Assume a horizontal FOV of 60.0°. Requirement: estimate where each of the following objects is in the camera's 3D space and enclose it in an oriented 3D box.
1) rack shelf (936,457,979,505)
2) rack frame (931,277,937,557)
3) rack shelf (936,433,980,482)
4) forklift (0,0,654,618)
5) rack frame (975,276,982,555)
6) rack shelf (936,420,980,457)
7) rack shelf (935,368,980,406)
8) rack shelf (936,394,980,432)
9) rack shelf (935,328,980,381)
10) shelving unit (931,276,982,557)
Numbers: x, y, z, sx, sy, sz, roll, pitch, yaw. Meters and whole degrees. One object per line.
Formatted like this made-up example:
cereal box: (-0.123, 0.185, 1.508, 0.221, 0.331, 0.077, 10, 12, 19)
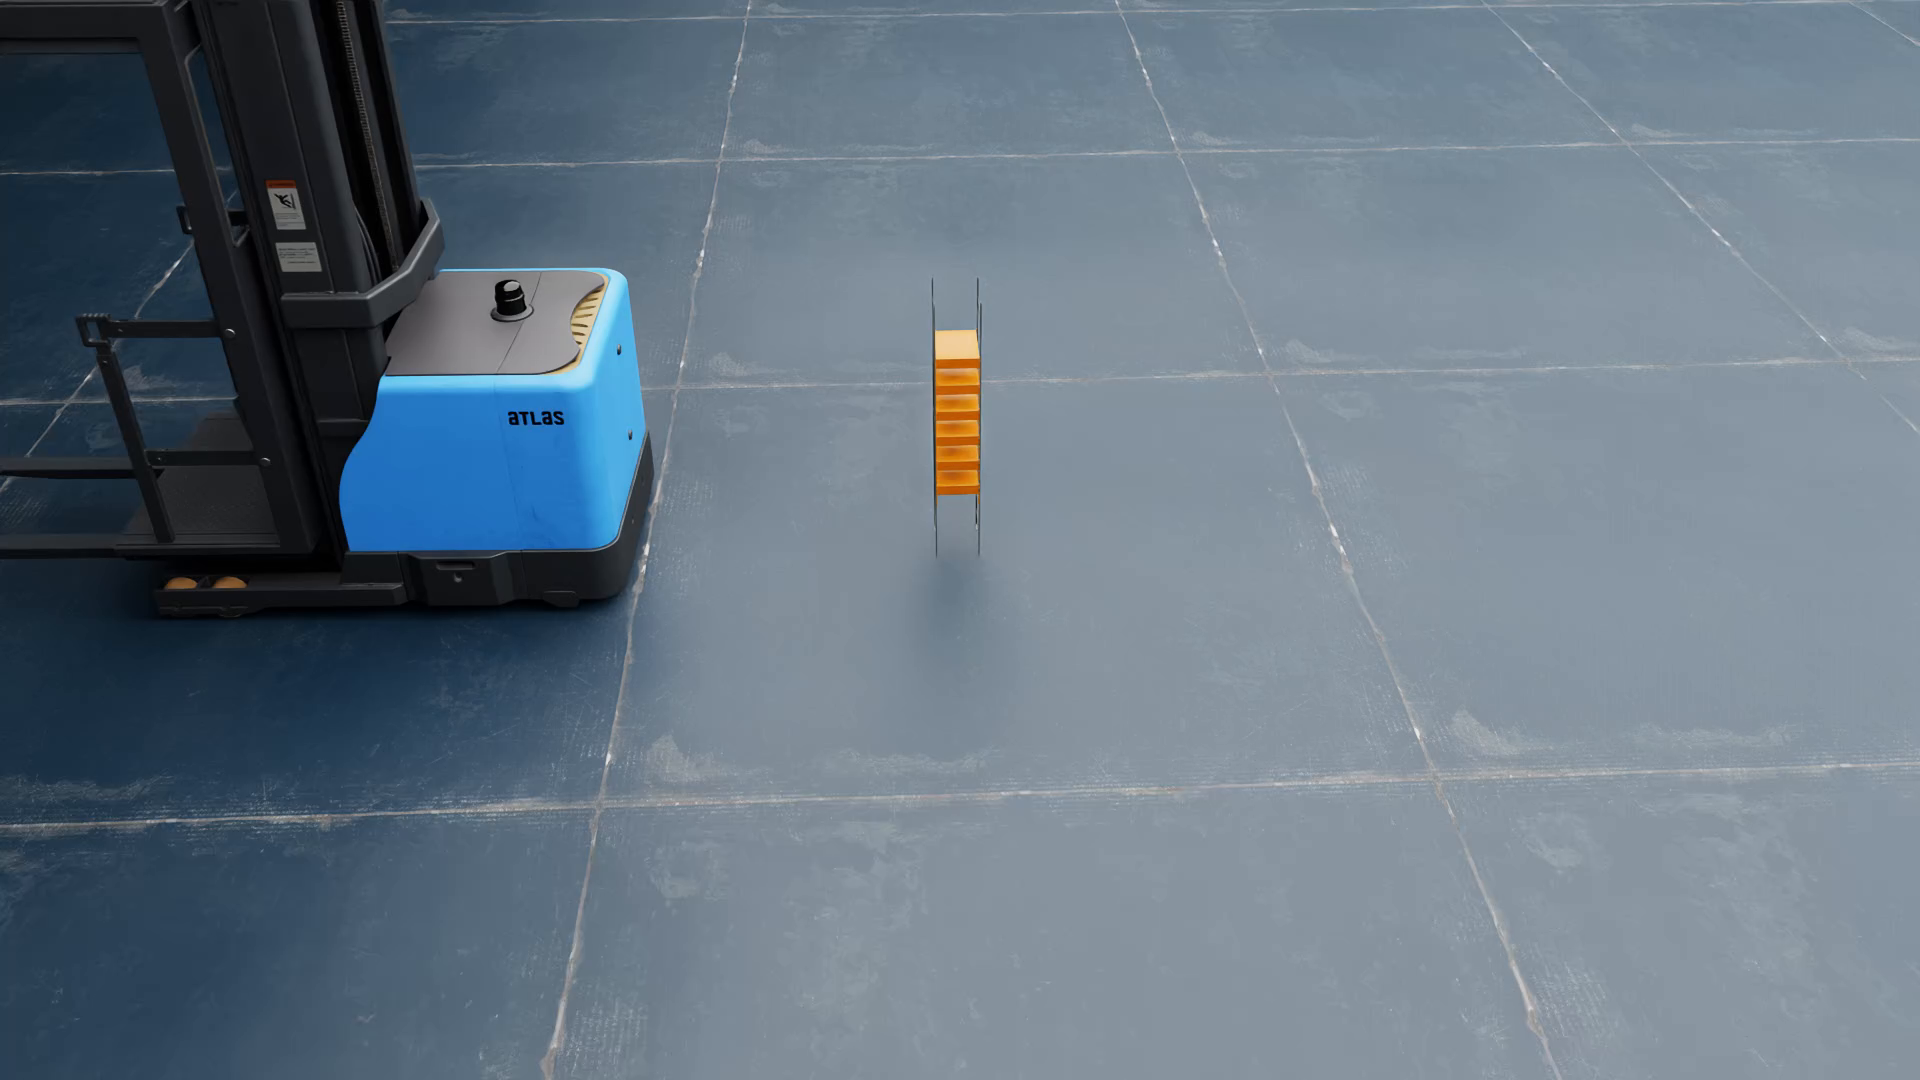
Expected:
rack shelf: (-0.014, -0.259, 7.070, 0.180, 0.103, 0.258, -2, 35, -2)
rack frame: (-0.106, -0.491, 6.904, 0.006, 1.200, 0.240, -2, 35, -2)
rack shelf: (-0.014, -0.358, 7.002, 0.180, 0.103, 0.258, -2, 35, -2)
forklift: (-2.897, -1.190, 6.395, 3.031, 2.935, 1.130, -1, 35, -1)
rack frame: (0.077, -0.495, 6.912, 0.006, 1.200, 0.240, -2, 35, -2)
rack shelf: (-0.014, -0.456, 6.933, 0.180, 0.103, 0.258, -2, 35, -2)
rack shelf: (-0.014, -0.654, 6.797, 0.180, 0.103, 0.258, -2, 35, -2)
rack shelf: (-0.014, -0.555, 6.865, 0.180, 0.103, 0.258, -2, 35, -2)
rack shelf: (-0.014, -0.752, 6.728, 0.180, 0.103, 0.258, -2, 35, -2)
shelving unit: (-0.014, -0.493, 6.908, 0.189, 1.200, 0.258, -2, 35, -2)
